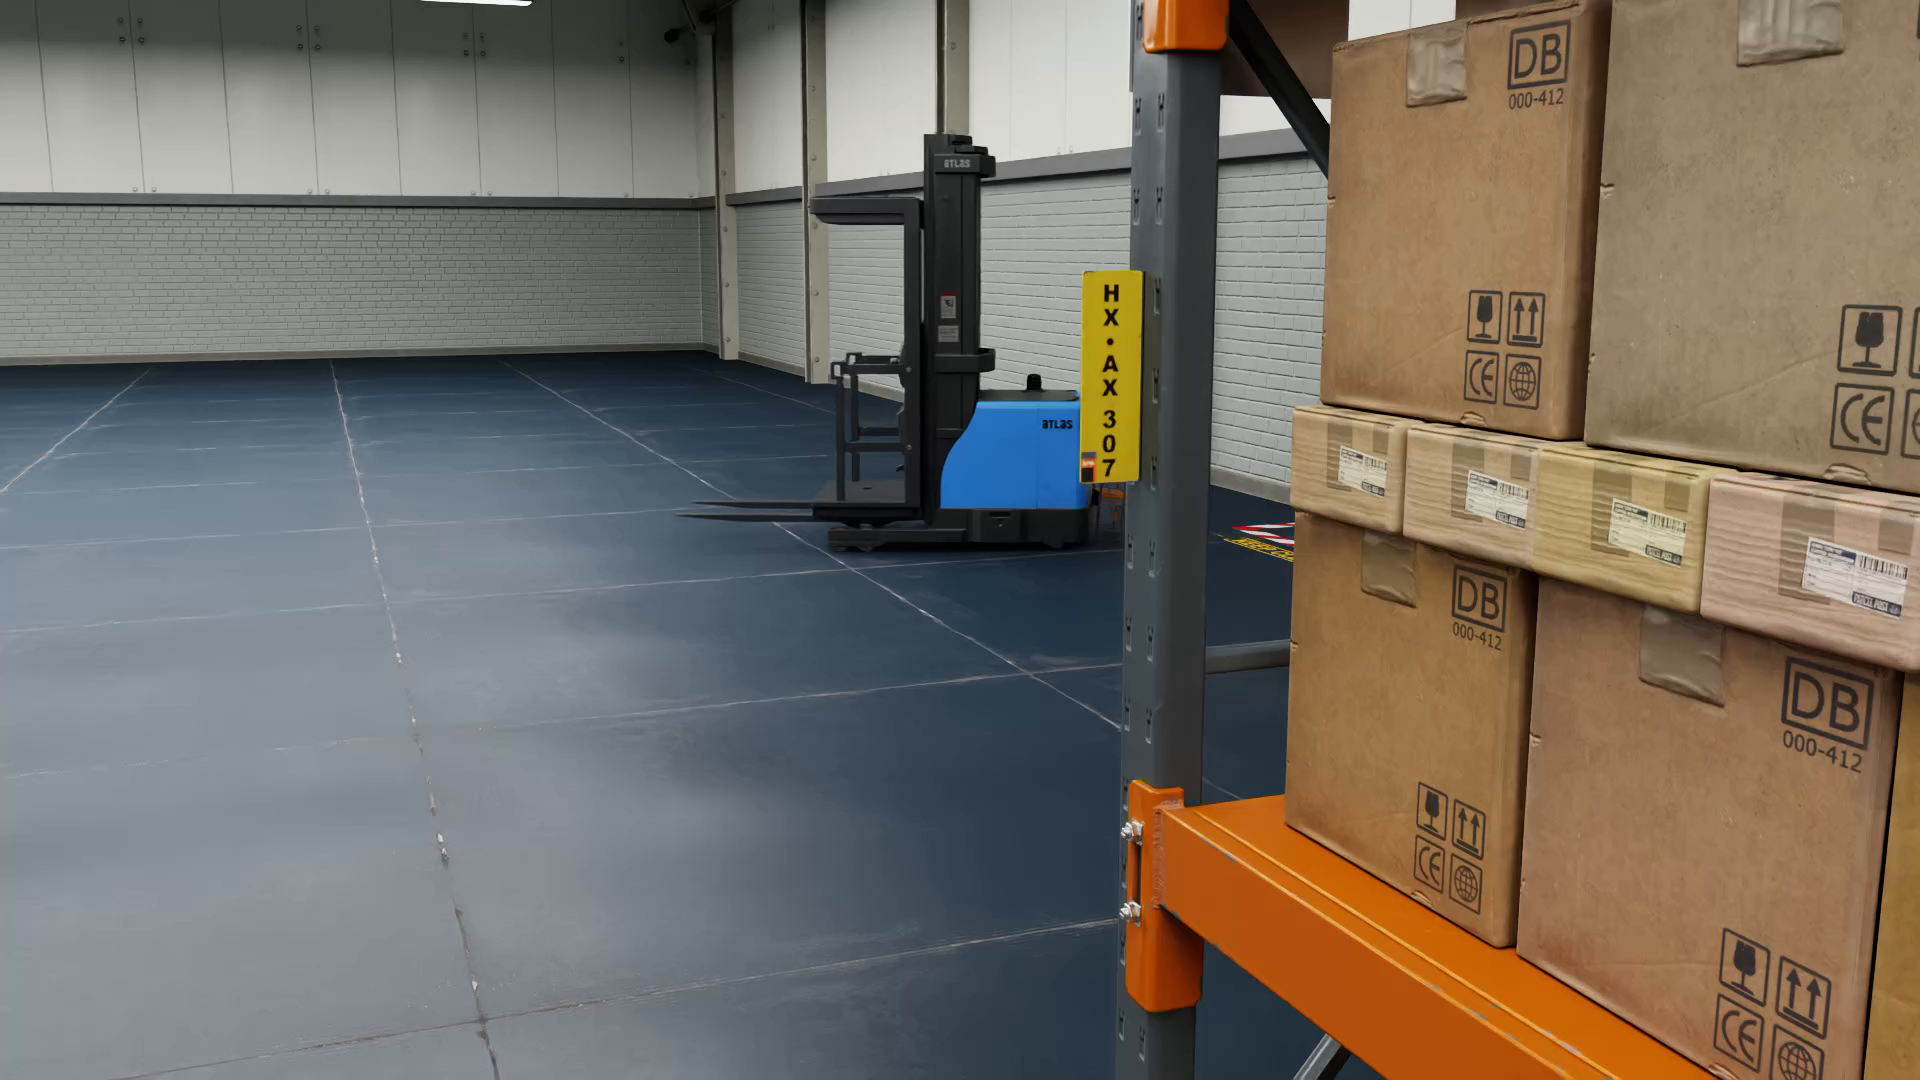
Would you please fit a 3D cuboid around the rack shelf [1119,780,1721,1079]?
[{"bbox_3d":[1.477,0.861,1.068,1.077,0.370,4.000,-4,11,-21],"label":"rack shelf"}]

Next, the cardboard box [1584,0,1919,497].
[{"bbox_3d":[1.124,-0.336,1.756,0.700,0.500,0.500,-4,11,-22],"label":"cardboard box"}]

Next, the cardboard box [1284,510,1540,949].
[{"bbox_3d":[0.909,0.208,2.399,0.700,0.500,0.500,-4,11,-21],"label":"cardboard box"}]

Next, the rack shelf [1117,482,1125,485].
[{"bbox_3d":[1.130,-0.529,12.403,0.215,0.259,0.240,4,9,-8],"label":"rack shelf"}]

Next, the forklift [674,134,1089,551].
[{"bbox_3d":[-0.569,-1.457,12.239,3.031,2.935,1.130,0,10,2],"label":"forklift"}]

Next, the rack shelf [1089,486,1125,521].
[{"bbox_3d":[1.104,-0.255,12.448,0.215,0.259,0.240,4,9,-8],"label":"rack shelf"}]

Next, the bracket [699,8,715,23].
[{"bbox_3d":[-4.624,-9.607,30.458,0.235,0.232,0.430,-4,11,-21],"label":"bracket"}]

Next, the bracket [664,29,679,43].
[{"bbox_3d":[-5.784,-10.130,33.395,0.235,0.232,0.430,-4,11,-21],"label":"bracket"}]

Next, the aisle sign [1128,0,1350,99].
[{"bbox_3d":[0.443,-1.091,2.564,0.394,0.787,0.004,-4,11,-21],"label":"aisle sign"}]

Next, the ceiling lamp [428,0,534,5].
[{"bbox_3d":[-7.667,-9.854,25.454,2.000,3.185,0.800,-4,11,-21],"label":"ceiling lamp"}]

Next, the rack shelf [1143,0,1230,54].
[{"bbox_3d":[1.477,-0.616,0.805,1.077,0.370,4.000,-4,11,-21],"label":"rack shelf"}]

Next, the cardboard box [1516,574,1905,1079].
[{"bbox_3d":[1.104,0.294,1.919,0.700,0.500,0.500,-4,11,-19],"label":"cardboard box"}]

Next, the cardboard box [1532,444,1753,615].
[{"bbox_3d":[0.881,-0.027,1.867,0.380,0.149,0.250,-4,11,-21],"label":"cardboard box"}]

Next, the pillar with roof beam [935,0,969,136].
[{"bbox_3d":[-4.108,-5.694,18.733,9.100,9.000,0.400,-4,11,-21],"label":"pillar with roof beam"}]

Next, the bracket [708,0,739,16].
[{"bbox_3d":[-3.691,-9.187,28.094,0.076,0.066,4.783,-4,11,-21],"label":"bracket"}]

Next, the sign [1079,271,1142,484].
[{"bbox_3d":[0.233,-0.250,2.565,0.100,0.325,0.005,-4,11,-21],"label":"sign"}]

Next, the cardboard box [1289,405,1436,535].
[{"bbox_3d":[0.693,-0.110,2.338,0.380,0.149,0.250,-4,11,-21],"label":"cardboard box"}]

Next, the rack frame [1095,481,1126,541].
[{"bbox_3d":[1.147,-0.518,12.282,0.200,1.050,0.008,4,9,-8],"label":"rack frame"}]

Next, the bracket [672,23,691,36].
[{"bbox_3d":[-5.570,-10.033,32.853,0.076,0.066,3.189,-4,11,-21],"label":"bracket"}]

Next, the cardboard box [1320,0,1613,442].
[{"bbox_3d":[0.928,-0.422,2.237,0.700,0.500,0.500,-4,11,-21],"label":"cardboard box"}]

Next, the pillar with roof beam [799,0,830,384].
[{"bbox_3d":[-6.282,-6.673,24.239,9.100,9.000,0.400,-4,11,-21],"label":"pillar with roof beam"}]

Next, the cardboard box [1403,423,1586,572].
[{"bbox_3d":[0.792,-0.067,2.097,0.380,0.149,0.250,-4,11,-22],"label":"cardboard box"}]

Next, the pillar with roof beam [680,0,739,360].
[{"bbox_3d":[-8.456,-7.652,29.745,9.100,9.000,0.548,-4,11,-21],"label":"pillar with roof beam"}]

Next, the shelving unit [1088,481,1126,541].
[{"bbox_3d":[1.131,-0.539,12.401,0.215,1.050,0.252,4,9,-8],"label":"shelving unit"}]

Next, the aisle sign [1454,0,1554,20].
[{"bbox_3d":[1.002,-1.129,2.778,0.394,0.787,0.004,-4,11,-21],"label":"aisle sign"}]

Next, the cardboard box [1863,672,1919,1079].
[{"bbox_3d":[1.279,0.375,1.461,0.700,0.500,0.500,-4,11,-21],"label":"cardboard box"}]

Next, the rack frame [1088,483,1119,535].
[{"bbox_3d":[1.114,-0.560,12.520,0.200,1.050,0.008,4,9,-8],"label":"rack frame"}]

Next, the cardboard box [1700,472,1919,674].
[{"bbox_3d":[0.970,0.015,1.635,0.380,0.149,0.250,-4,11,-22],"label":"cardboard box"}]
